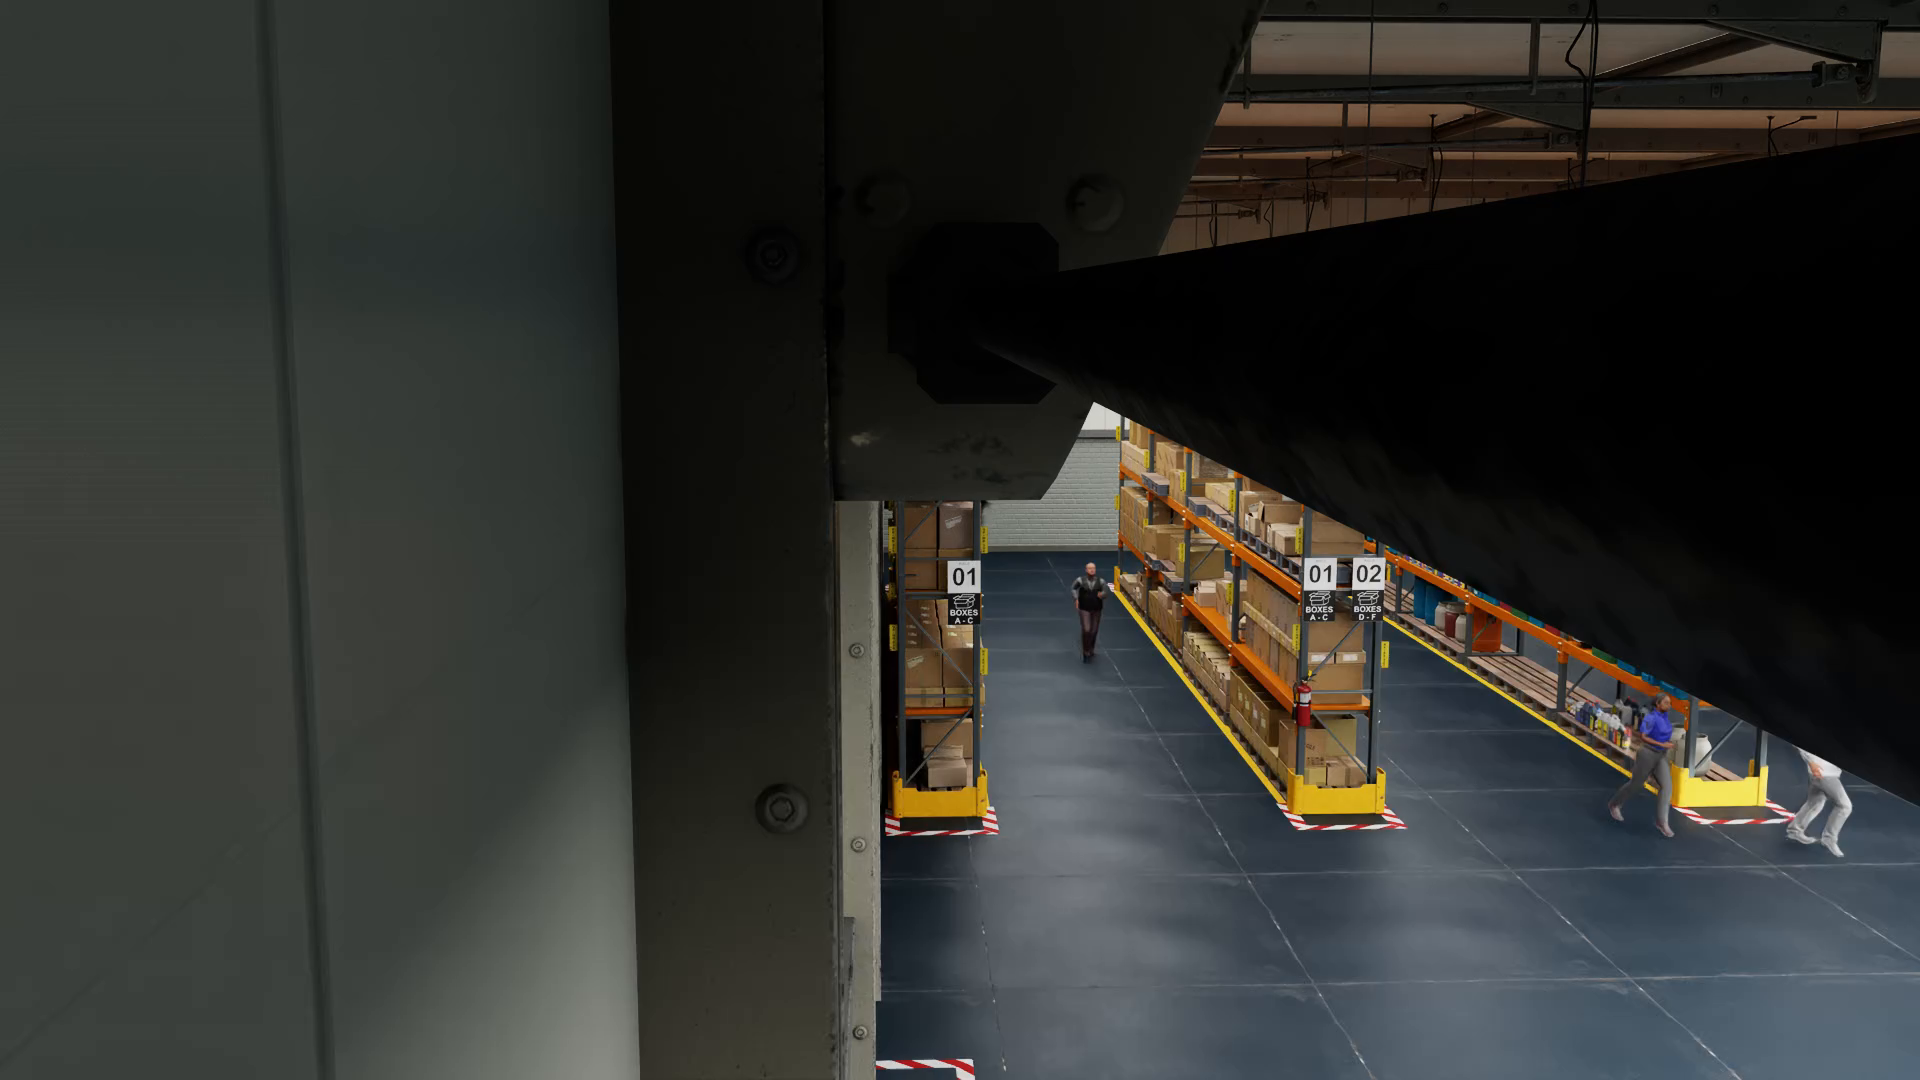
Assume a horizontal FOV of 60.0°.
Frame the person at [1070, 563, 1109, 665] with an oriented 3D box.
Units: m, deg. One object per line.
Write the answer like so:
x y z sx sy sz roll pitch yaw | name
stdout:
2.291 1.285 29.270 0.641 1.783 0.727 -1 8 -7 | person

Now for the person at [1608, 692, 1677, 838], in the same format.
8.328 2.648 20.031 0.613 1.669 0.891 -5 10 -33 | person

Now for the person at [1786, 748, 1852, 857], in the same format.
9.971 2.715 19.167 0.725 1.818 0.641 5 9 30 | person
